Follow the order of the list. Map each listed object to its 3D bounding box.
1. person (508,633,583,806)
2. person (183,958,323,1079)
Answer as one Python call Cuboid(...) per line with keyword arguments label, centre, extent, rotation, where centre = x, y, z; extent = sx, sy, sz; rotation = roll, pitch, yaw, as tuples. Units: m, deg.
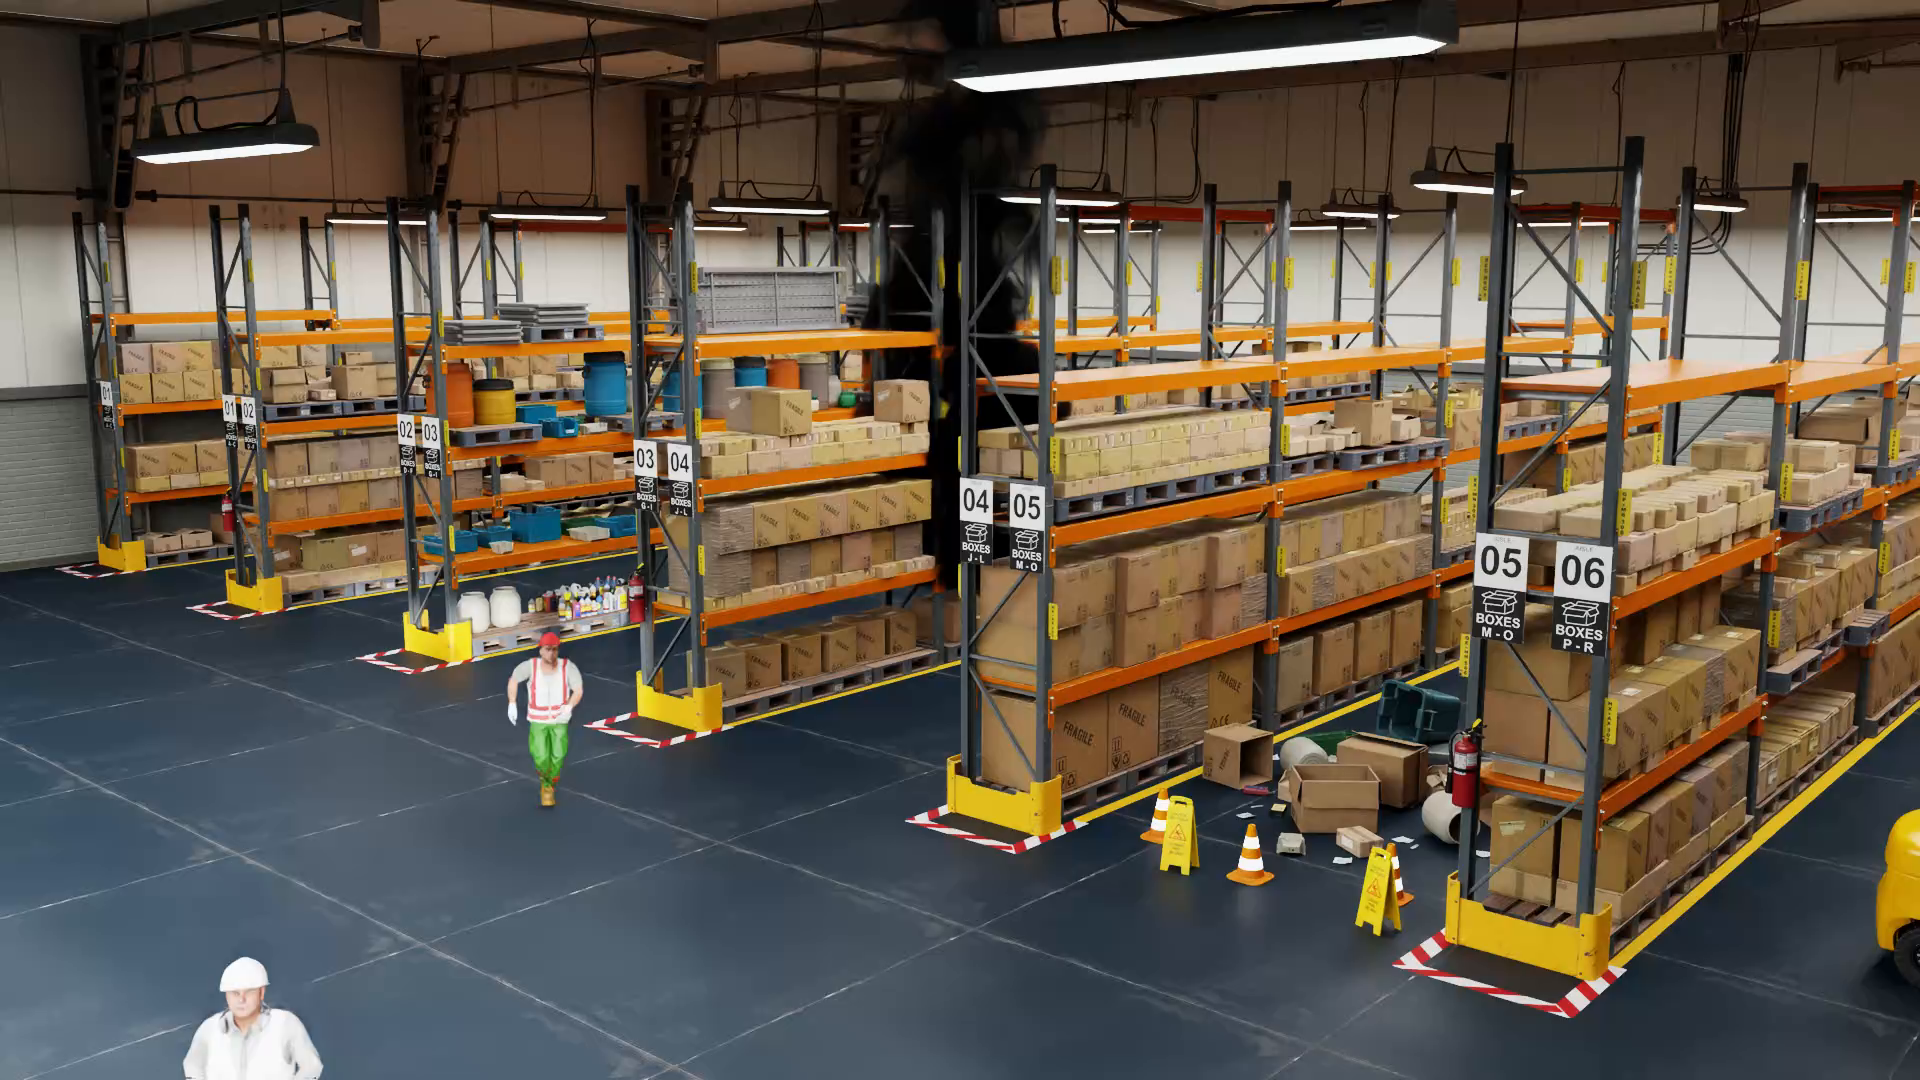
Cuboid(label="person", centre=(-3.896, 1.711, 15.720), extent=(0.678, 1.723, 0.648), rotation=(-4, 10, -20))
Cuboid(label="person", centre=(-3.536, 2.935, 8.341), extent=(0.671, 1.758, 0.796), rotation=(-2, 10, -14))
